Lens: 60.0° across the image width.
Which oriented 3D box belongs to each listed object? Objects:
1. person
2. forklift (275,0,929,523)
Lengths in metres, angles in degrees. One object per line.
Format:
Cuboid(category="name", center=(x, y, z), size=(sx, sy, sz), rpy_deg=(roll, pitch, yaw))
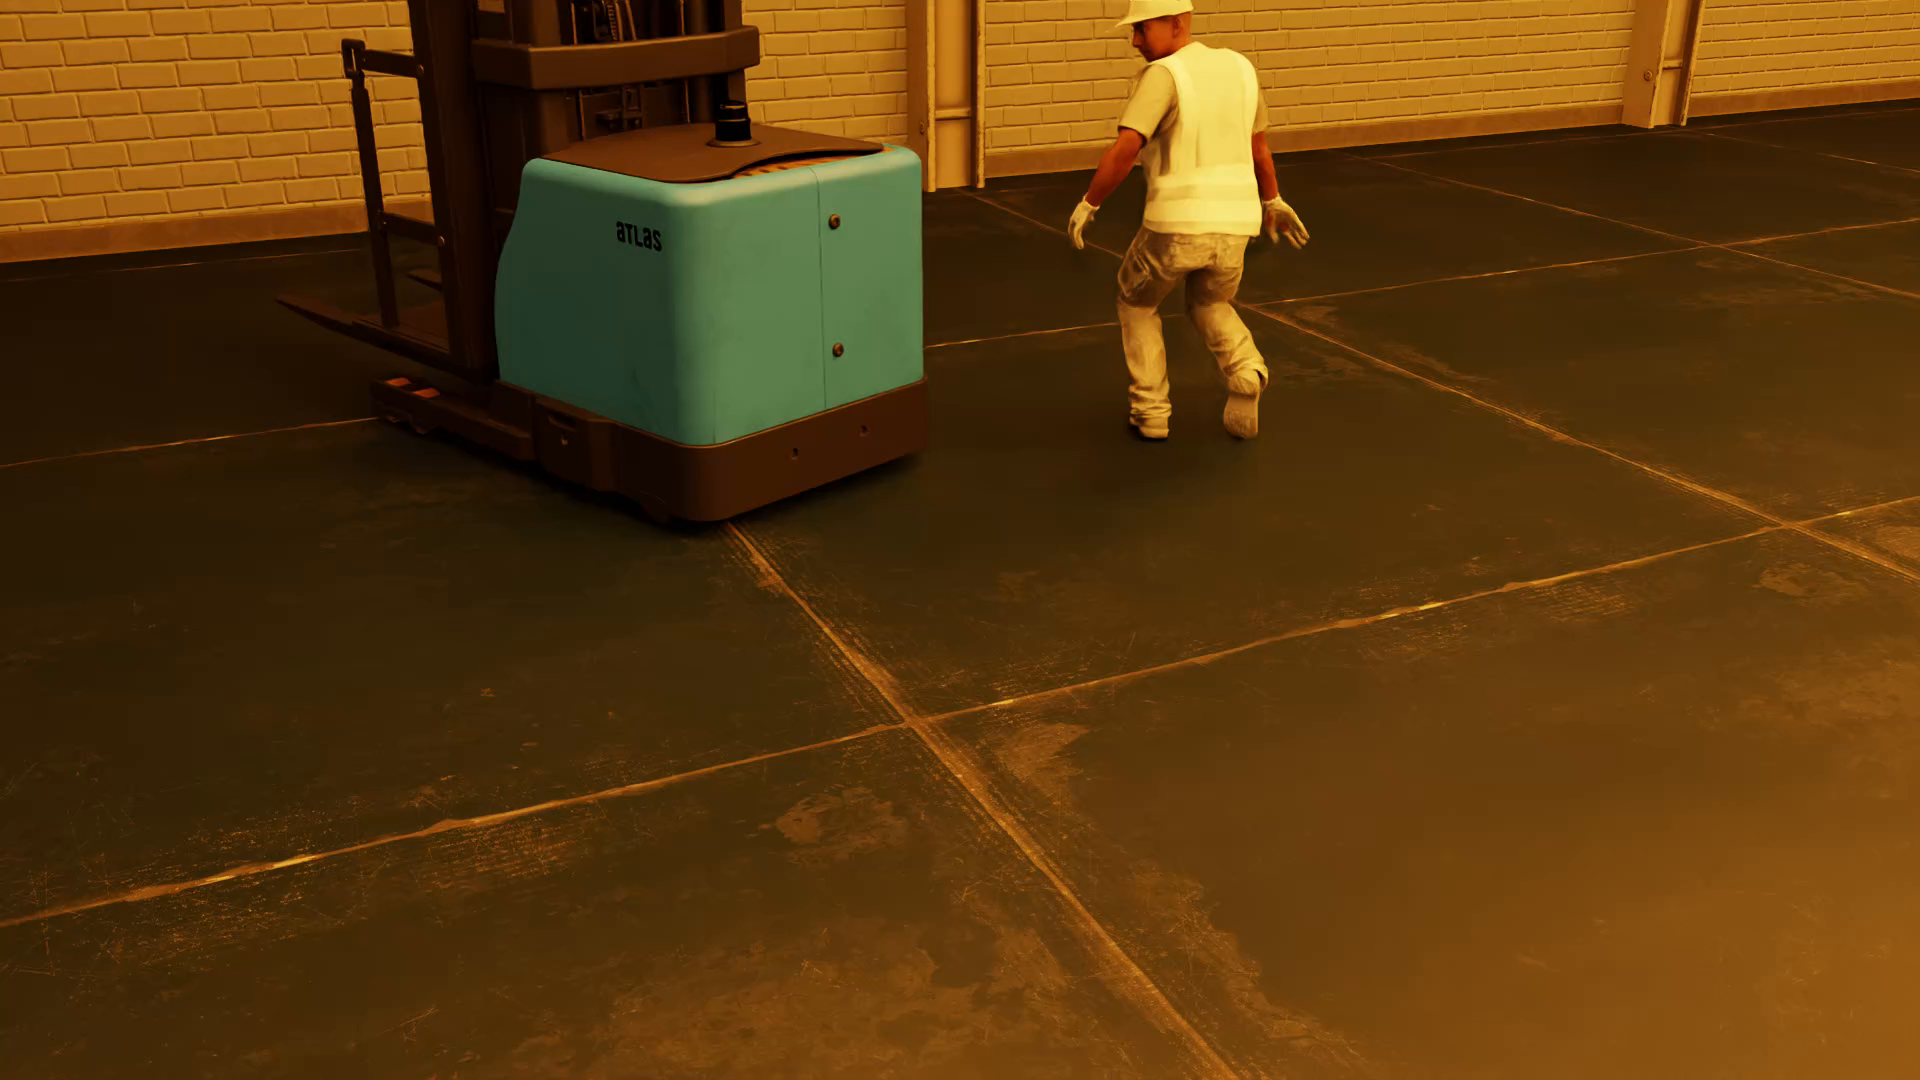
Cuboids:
Cuboid(category="person", center=(0.853, -1.132, 5.820), size=(0.959, 1.593, 0.586), rpy_deg=(-11, 25, -24))
Cuboid(category="forklift", center=(-1.533, -1.866, 5.779), size=(3.031, 2.935, 1.130), rpy_deg=(19, 29, 39))
